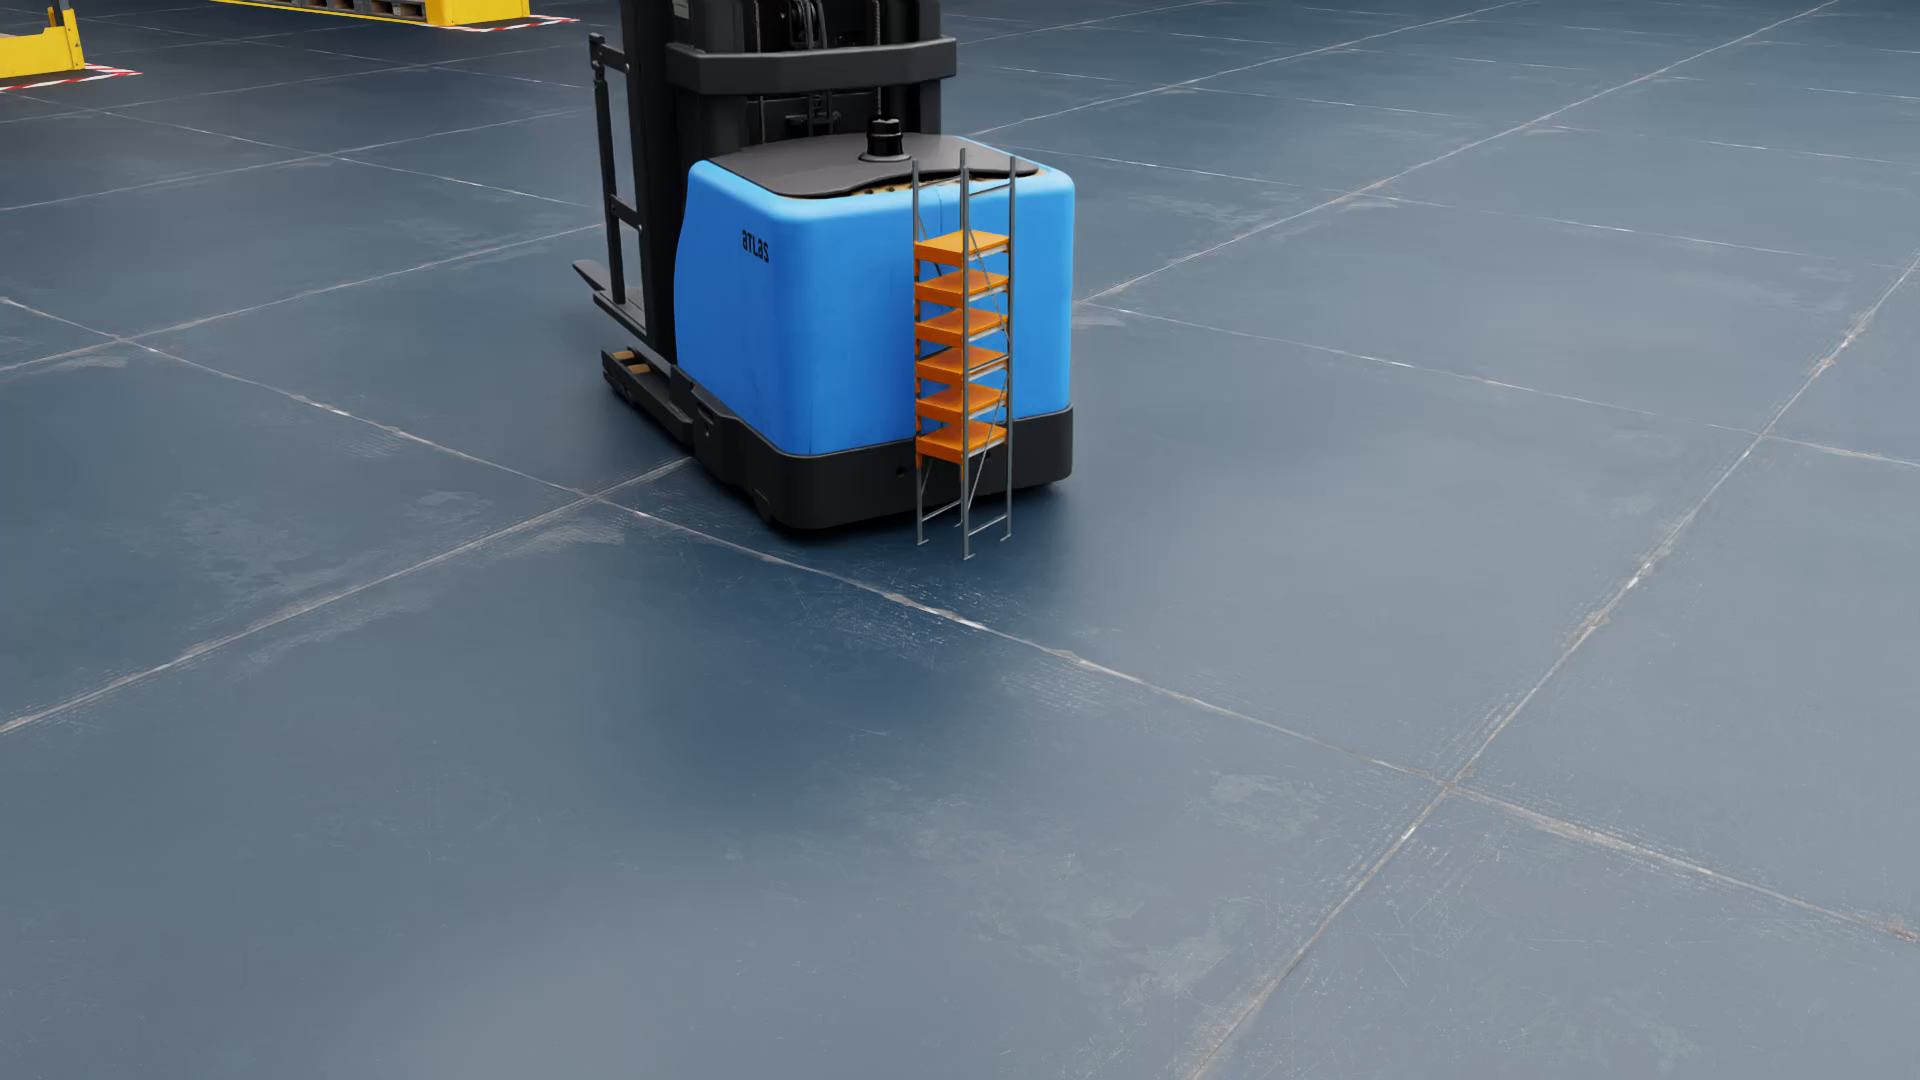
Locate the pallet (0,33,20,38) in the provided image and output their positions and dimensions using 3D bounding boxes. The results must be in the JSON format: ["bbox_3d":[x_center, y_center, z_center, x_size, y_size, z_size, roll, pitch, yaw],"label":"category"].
[{"bbox_3d":[-8.867,-4.333,14.823,1.213,0.211,1.003,17,29,33],"label":"pallet"}]

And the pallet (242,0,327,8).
[{"bbox_3d":[-7.803,-6.546,19.845,1.213,0.211,1.003,17,29,33],"label":"pallet"}]

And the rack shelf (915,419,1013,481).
[{"bbox_3d":[0.013,-0.284,5.112,0.180,0.103,0.258,17,29,34],"label":"rack shelf"}]

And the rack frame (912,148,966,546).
[{"bbox_3d":[-0.059,-0.567,5.049,0.006,1.200,0.240,17,29,34],"label":"rack frame"}]

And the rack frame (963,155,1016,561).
[{"bbox_3d":[0.085,-0.522,4.946,0.006,1.200,0.240,17,29,34],"label":"rack frame"}]

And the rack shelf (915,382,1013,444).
[{"bbox_3d":[0.013,-0.394,5.063,0.180,0.103,0.258,17,29,34],"label":"rack shelf"}]

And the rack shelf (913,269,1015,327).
[{"bbox_3d":[0.013,-0.724,4.919,0.180,0.103,0.258,17,29,34],"label":"rack shelf"}]

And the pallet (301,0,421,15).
[{"bbox_3d":[-6.822,-6.251,19.176,1.213,0.211,1.003,17,29,33],"label":"pallet"}]

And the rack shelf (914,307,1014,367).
[{"bbox_3d":[0.013,-0.614,4.967,0.180,0.103,0.258,17,29,34],"label":"rack shelf"}]

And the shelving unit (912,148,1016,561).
[{"bbox_3d":[0.013,-0.545,4.997,0.189,1.200,0.258,17,29,34],"label":"shelving unit"}]

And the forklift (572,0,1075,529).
[{"bbox_3d":[-0.759,-1.931,5.997,1.130,2.935,3.031,-12,27,-25],"label":"forklift"}]

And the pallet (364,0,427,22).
[{"bbox_3d":[-5.850,-5.956,18.506,1.213,0.211,1.003,17,29,33],"label":"pallet"}]

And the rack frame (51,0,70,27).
[{"bbox_3d":[-8.131,-5.408,13.803,0.127,3.000,1.000,17,29,33],"label":"rack frame"}]

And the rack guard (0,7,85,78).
[{"bbox_3d":[-8.220,-4.267,14.315,0.348,0.500,1.175,17,29,33],"label":"rack guard"}]

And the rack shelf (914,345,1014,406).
[{"bbox_3d":[0.013,-0.504,5.015,0.180,0.103,0.258,17,29,34],"label":"rack shelf"}]

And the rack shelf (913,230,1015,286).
[{"bbox_3d":[0.013,-0.834,4.870,0.180,0.103,0.258,17,29,34],"label":"rack shelf"}]

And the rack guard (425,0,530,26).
[{"bbox_3d":[-5.221,-5.880,17.976,0.348,0.500,1.175,17,29,33],"label":"rack guard"}]
